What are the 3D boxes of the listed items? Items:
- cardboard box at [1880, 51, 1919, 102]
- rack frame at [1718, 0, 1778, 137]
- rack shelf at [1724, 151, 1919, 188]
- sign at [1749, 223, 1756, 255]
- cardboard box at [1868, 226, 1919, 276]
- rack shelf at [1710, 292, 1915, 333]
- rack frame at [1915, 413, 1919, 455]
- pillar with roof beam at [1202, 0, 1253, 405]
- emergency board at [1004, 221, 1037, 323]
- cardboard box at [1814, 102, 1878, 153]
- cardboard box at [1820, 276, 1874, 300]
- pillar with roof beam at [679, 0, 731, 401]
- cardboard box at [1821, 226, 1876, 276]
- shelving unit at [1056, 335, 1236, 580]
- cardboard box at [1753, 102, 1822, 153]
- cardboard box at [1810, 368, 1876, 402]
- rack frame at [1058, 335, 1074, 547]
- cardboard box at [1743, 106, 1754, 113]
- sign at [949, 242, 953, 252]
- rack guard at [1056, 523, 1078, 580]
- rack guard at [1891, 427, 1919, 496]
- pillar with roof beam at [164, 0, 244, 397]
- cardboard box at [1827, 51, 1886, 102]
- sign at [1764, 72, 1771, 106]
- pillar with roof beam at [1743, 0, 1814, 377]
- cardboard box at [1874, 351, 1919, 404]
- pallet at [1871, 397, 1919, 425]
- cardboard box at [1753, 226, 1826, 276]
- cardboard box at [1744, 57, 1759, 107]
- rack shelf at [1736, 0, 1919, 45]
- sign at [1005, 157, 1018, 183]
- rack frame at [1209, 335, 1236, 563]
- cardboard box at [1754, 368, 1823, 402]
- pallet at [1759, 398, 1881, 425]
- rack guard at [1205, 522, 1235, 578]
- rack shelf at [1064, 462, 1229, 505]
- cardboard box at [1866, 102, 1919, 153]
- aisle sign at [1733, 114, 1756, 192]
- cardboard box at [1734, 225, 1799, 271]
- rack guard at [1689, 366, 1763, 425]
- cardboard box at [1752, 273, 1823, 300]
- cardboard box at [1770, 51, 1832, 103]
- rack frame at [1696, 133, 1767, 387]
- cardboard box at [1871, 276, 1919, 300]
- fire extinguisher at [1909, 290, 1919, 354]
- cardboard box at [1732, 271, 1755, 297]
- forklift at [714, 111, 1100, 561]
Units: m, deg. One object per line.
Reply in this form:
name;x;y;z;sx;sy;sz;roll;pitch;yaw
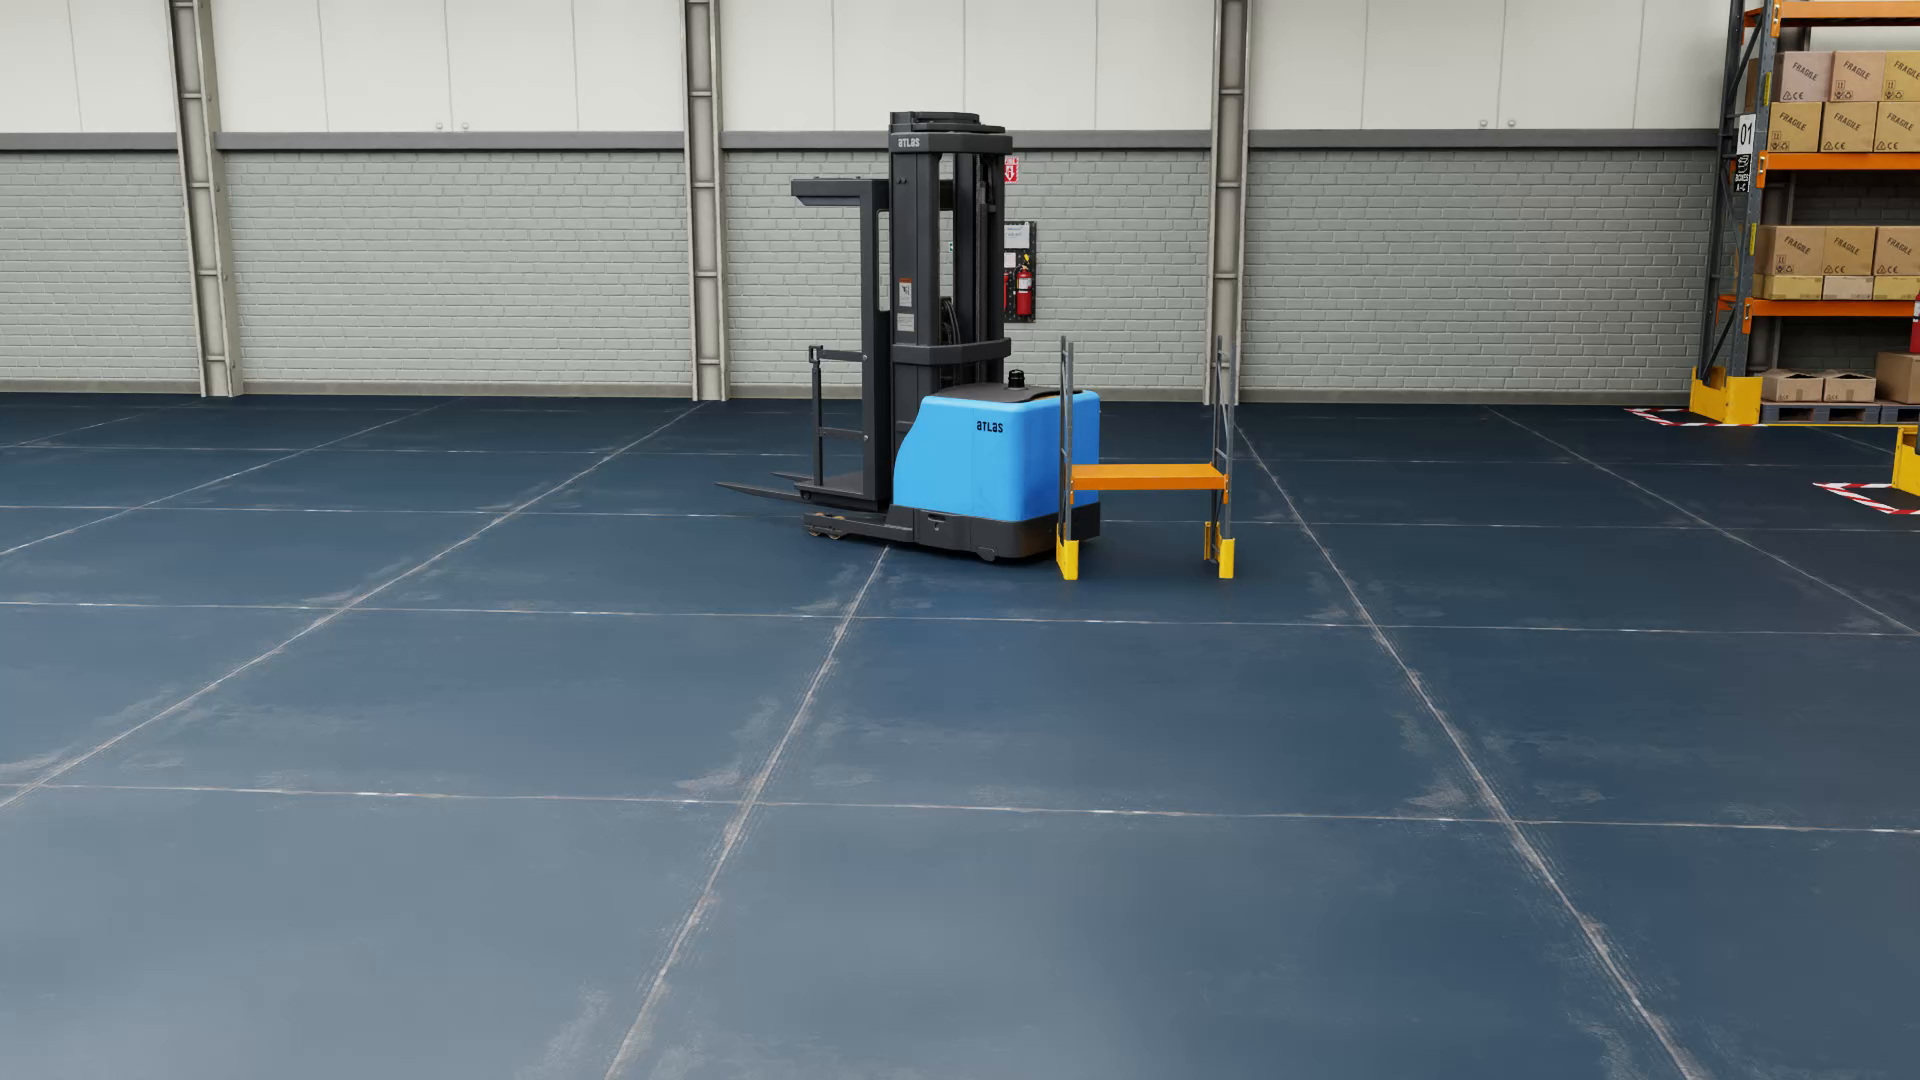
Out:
cardboard box;9.644;-4.752;17.097;0.500;0.500;0.500;1;12;5
rack frame;8.267;-5.749;17.271;0.127;3.000;1.000;1;12;4
rack shelf;10.262;-3.901;17.521;4.000;0.370;1.077;1;12;4
sign;8.231;-3.125;17.267;0.005;0.325;0.100;1;12;4
cardboard box;9.731;-3.030;17.415;0.500;0.500;0.500;0;12;2
rack shelf;10.262;-2.433;17.828;4.000;0.370;1.077;1;12;4
rack frame;7.939;-1.800;13.047;0.127;3.000;1.000;1;12;4
pillar with roof beam;2.749;-5.118;14.258;0.400;9.000;9.100;1;12;4
emergency board;0.573;-3.103;19.276;0.643;1.169;0.194;1;12;4
cardboard box;9.117;-4.269;17.230;0.500;0.500;0.500;2;12;8
cardboard box;9.252;-2.673;17.537;0.500;0.250;0.500;0;12;2
pillar with roof beam;-3.238;-5.200;14.651;0.400;9.000;9.100;1;12;4
cardboard box;9.216;-3.039;17.455;0.500;0.500;0.500;1;12;4
shelving unit;1.195;-0.546;10.715;1.083;1.500;0.587;0;12;-2
cardboard box;8.584;-4.283;17.300;0.500;0.500;0.500;1;12;5
cardboard box;9.520;-1.676;17.945;0.500;0.311;0.500;2;12;8
rack frame;0.678;-0.542;10.695;0.032;1.500;0.500;0;12;-2
cardboard box;8.700;-4.385;17.786;0.500;0.500;0.500;2;12;8
sign;0.032;-3.407;19.346;0.331;0.109;0.001;1;12;4
rack guard;0.698;0.070;10.824;0.087;0.250;0.587;0;12;-2
rack guard;7.916;-0.577;13.305;0.348;0.500;1.175;1;12;4
pillar with roof beam;-9.224;-5.283;15.043;0.400;9.000;9.100;1;12;4
cardboard box;9.132;-4.756;17.119;0.500;0.500;0.500;1;12;3
sign;8.231;-4.597;16.959;0.005;0.325;0.100;1;12;4
pillar with roof beam;8.735;-5.036;13.866;0.400;9.000;9.100;1;12;4
cardboard box;10.249;-1.748;17.829;0.500;0.500;0.700;0;12;0
pallet;10.365;-1.411;17.996;1.213;0.211;1.003;1;12;4
cardboard box;8.723;-3.048;17.497;0.500;0.500;0.500;1;12;4
cardboard box;8.714;-4.876;17.691;0.500;0.500;0.500;1;12;6
rack shelf;10.262;-5.367;17.214;4.000;0.370;1.077;1;12;4
sign;0.572;-4.258;19.136;0.199;0.298;0.001;1;12;4
rack frame;1.694;-0.550;10.734;0.032;1.500;0.500;0;12;-2
cardboard box;8.951;-1.684;17.983;0.500;0.311;0.500;-1;12;-3
pallet;9.151;-1.428;18.078;1.213;0.211;1.003;1;12;4
rack guard;1.693;0.062;10.862;0.087;0.250;0.587;0;12;-2
rack shelf;1.186;-0.370;10.751;1.000;0.185;0.538;0;12;-2
cardboard box;9.636;-4.262;17.200;0.500;0.500;0.500;1;12;6
aisle sign;8.175;-4.024;17.331;0.004;0.787;0.394;1;12;4
cardboard box;8.751;-3.153;17.999;0.500;0.500;0.500;1;12;3
rack guard;8.343;-1.588;18.136;0.348;0.500;1.175;1;12;4
cardboard box;8.732;-2.677;17.557;0.500;0.250;0.500;0;12;2
cardboard box;8.635;-4.774;17.201;0.500;0.500;0.500;0;12;0
rack frame;8.267;-2.812;17.886;0.127;3.000;1.000;1;12;4
cardboard box;9.759;-2.665;17.498;0.500;0.250;0.500;1;12;3
fire extinguisher;7.853;-1.859;13.517;0.183;0.674;0.296;1;12;4
cardboard box;8.746;-2.782;18.058;0.500;0.250;0.500;1;12;5
forklift;-0.494;-1.515;11.851;3.031;2.935;1.130;9;15;37
